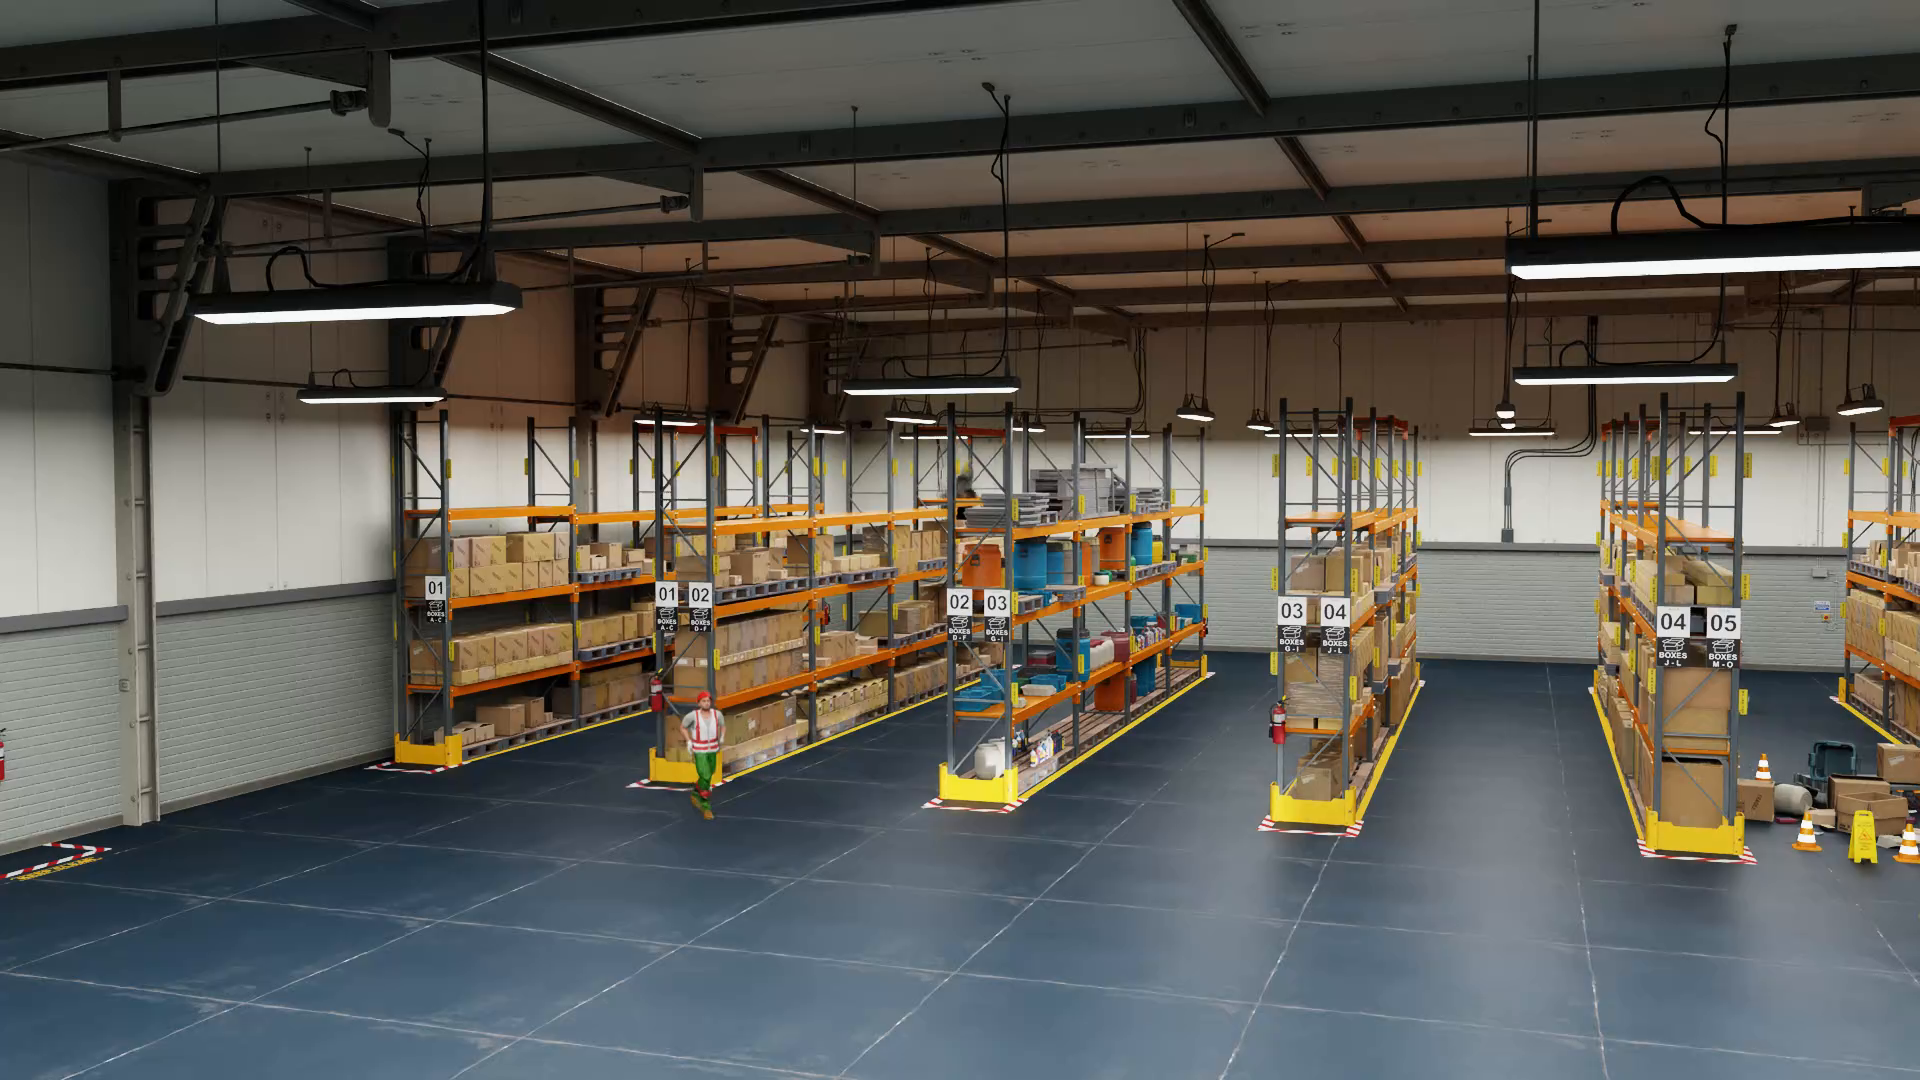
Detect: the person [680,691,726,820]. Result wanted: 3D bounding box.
[{"bbox_3d":[-3.692,3.082,24.027,0.638,1.831,0.834,-2,3,-33],"label":"person"}]
